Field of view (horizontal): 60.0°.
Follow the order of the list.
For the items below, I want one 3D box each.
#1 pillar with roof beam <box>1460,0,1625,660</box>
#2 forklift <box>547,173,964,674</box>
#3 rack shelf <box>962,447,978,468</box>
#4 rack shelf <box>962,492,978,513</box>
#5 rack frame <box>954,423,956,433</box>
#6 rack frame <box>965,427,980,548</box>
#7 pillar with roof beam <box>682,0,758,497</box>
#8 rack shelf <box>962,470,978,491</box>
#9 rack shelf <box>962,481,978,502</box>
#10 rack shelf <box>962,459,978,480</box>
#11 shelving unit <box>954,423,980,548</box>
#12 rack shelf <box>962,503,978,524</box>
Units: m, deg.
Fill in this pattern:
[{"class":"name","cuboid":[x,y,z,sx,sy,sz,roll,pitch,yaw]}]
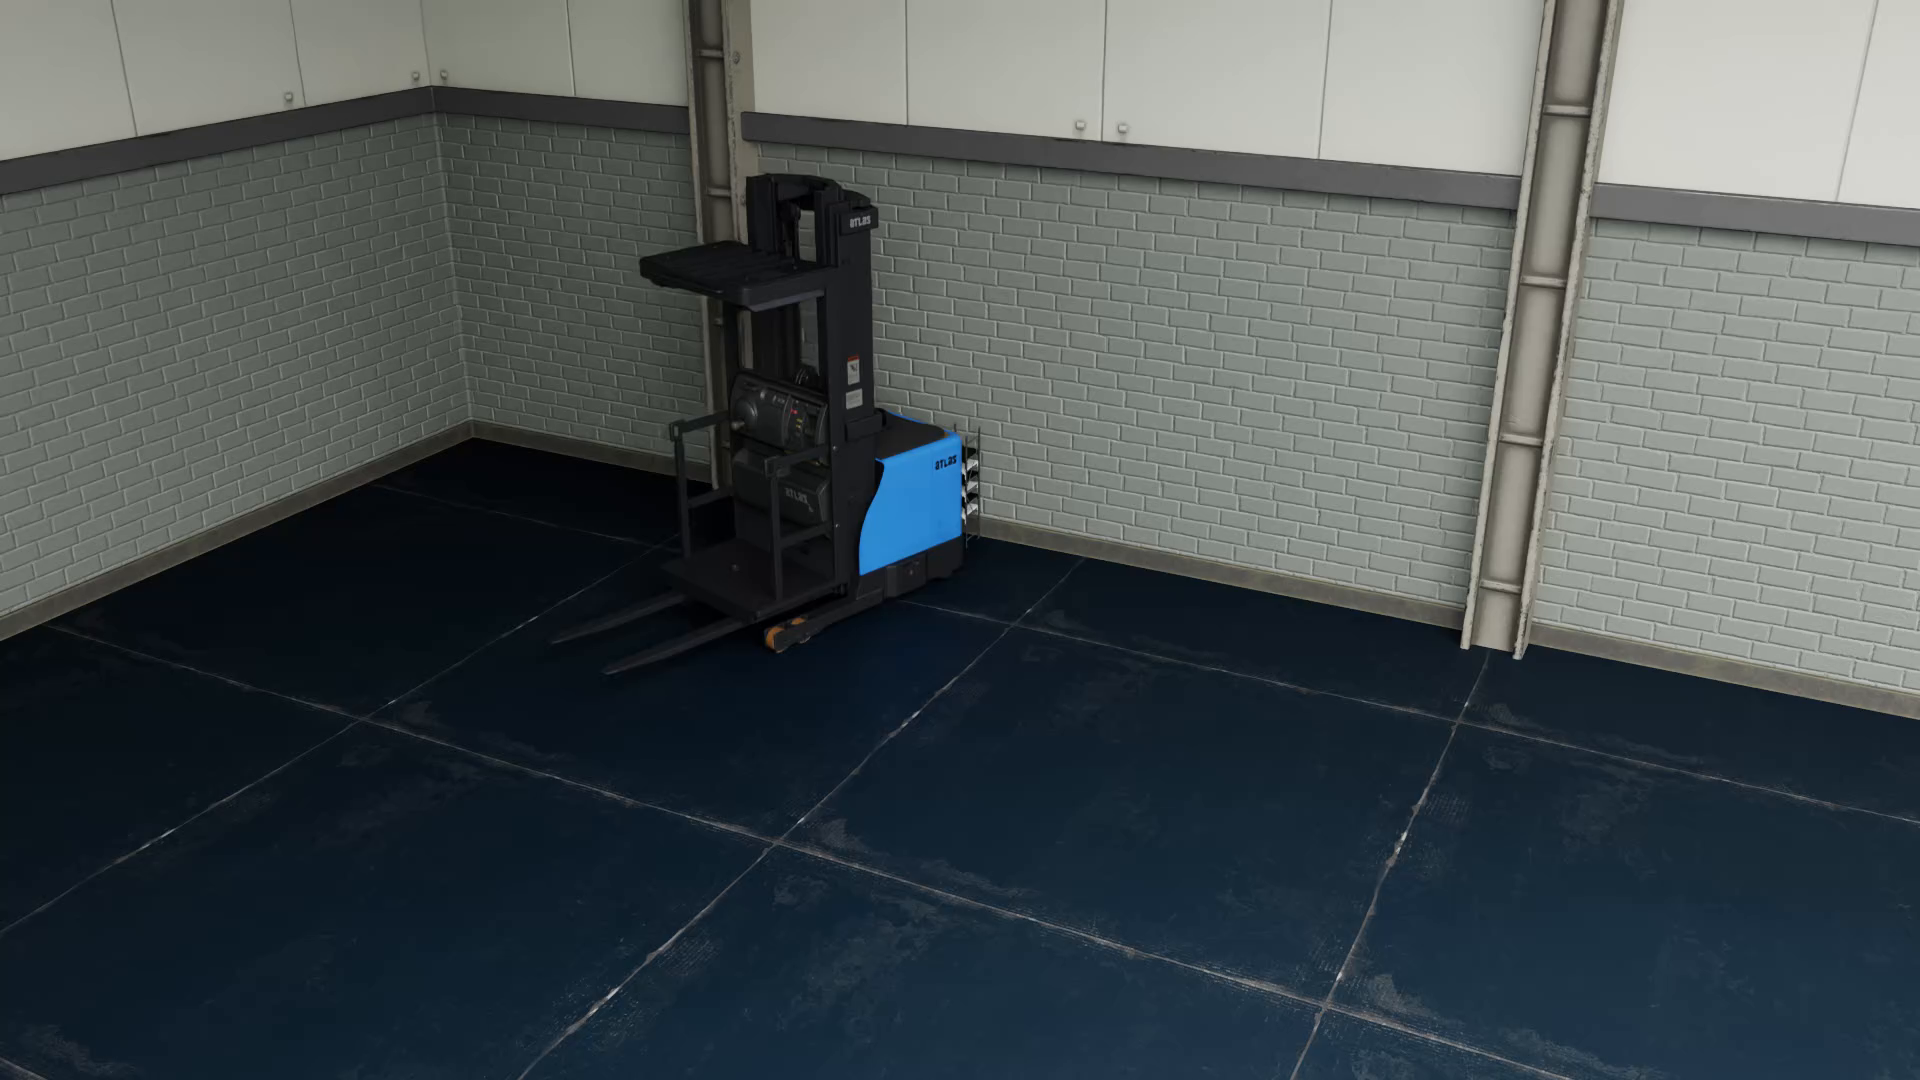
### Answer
[{"class":"pillar with roof beam","cuboid":[1.636,-1.939,5.836,0.400,9.000,9.100,11,25,25]},{"class":"forklift","cuboid":[-1.363,-0.832,10.987,1.130,2.935,3.031,21,31,40]},{"class":"rack shelf","cuboid":[0.005,-0.627,12.496,0.200,0.077,0.258,11,25,24]},{"class":"rack shelf","cuboid":[0.005,-0.296,12.637,0.200,0.077,0.258,11,25,24]},{"class":"rack frame","cuboid":[-0.086,-0.427,12.630,0.006,0.900,0.240,11,25,24]},{"class":"rack frame","cuboid":[0.096,-0.392,12.548,0.006,0.900,0.240,11,25,24]},{"class":"pillar with roof beam","cuboid":[-3.719,-2.998,8.328,0.400,9.000,9.100,11,25,25]},{"class":"rack shelf","cuboid":[0.005,-0.462,12.567,0.200,0.077,0.258,11,25,24]},{"class":"rack shelf","cuboid":[0.005,-0.379,12.602,0.200,0.077,0.258,11,25,24]},{"class":"rack shelf","cuboid":[0.005,-0.544,12.532,0.200,0.077,0.258,11,25,24]},{"class":"shelving unit","cuboid":[0.005,-0.409,12.589,0.210,0.900,0.258,11,25,24]},{"class":"rack shelf","cuboid":[0.005,-0.213,12.672,0.200,0.077,0.258,11,25,24]}]
